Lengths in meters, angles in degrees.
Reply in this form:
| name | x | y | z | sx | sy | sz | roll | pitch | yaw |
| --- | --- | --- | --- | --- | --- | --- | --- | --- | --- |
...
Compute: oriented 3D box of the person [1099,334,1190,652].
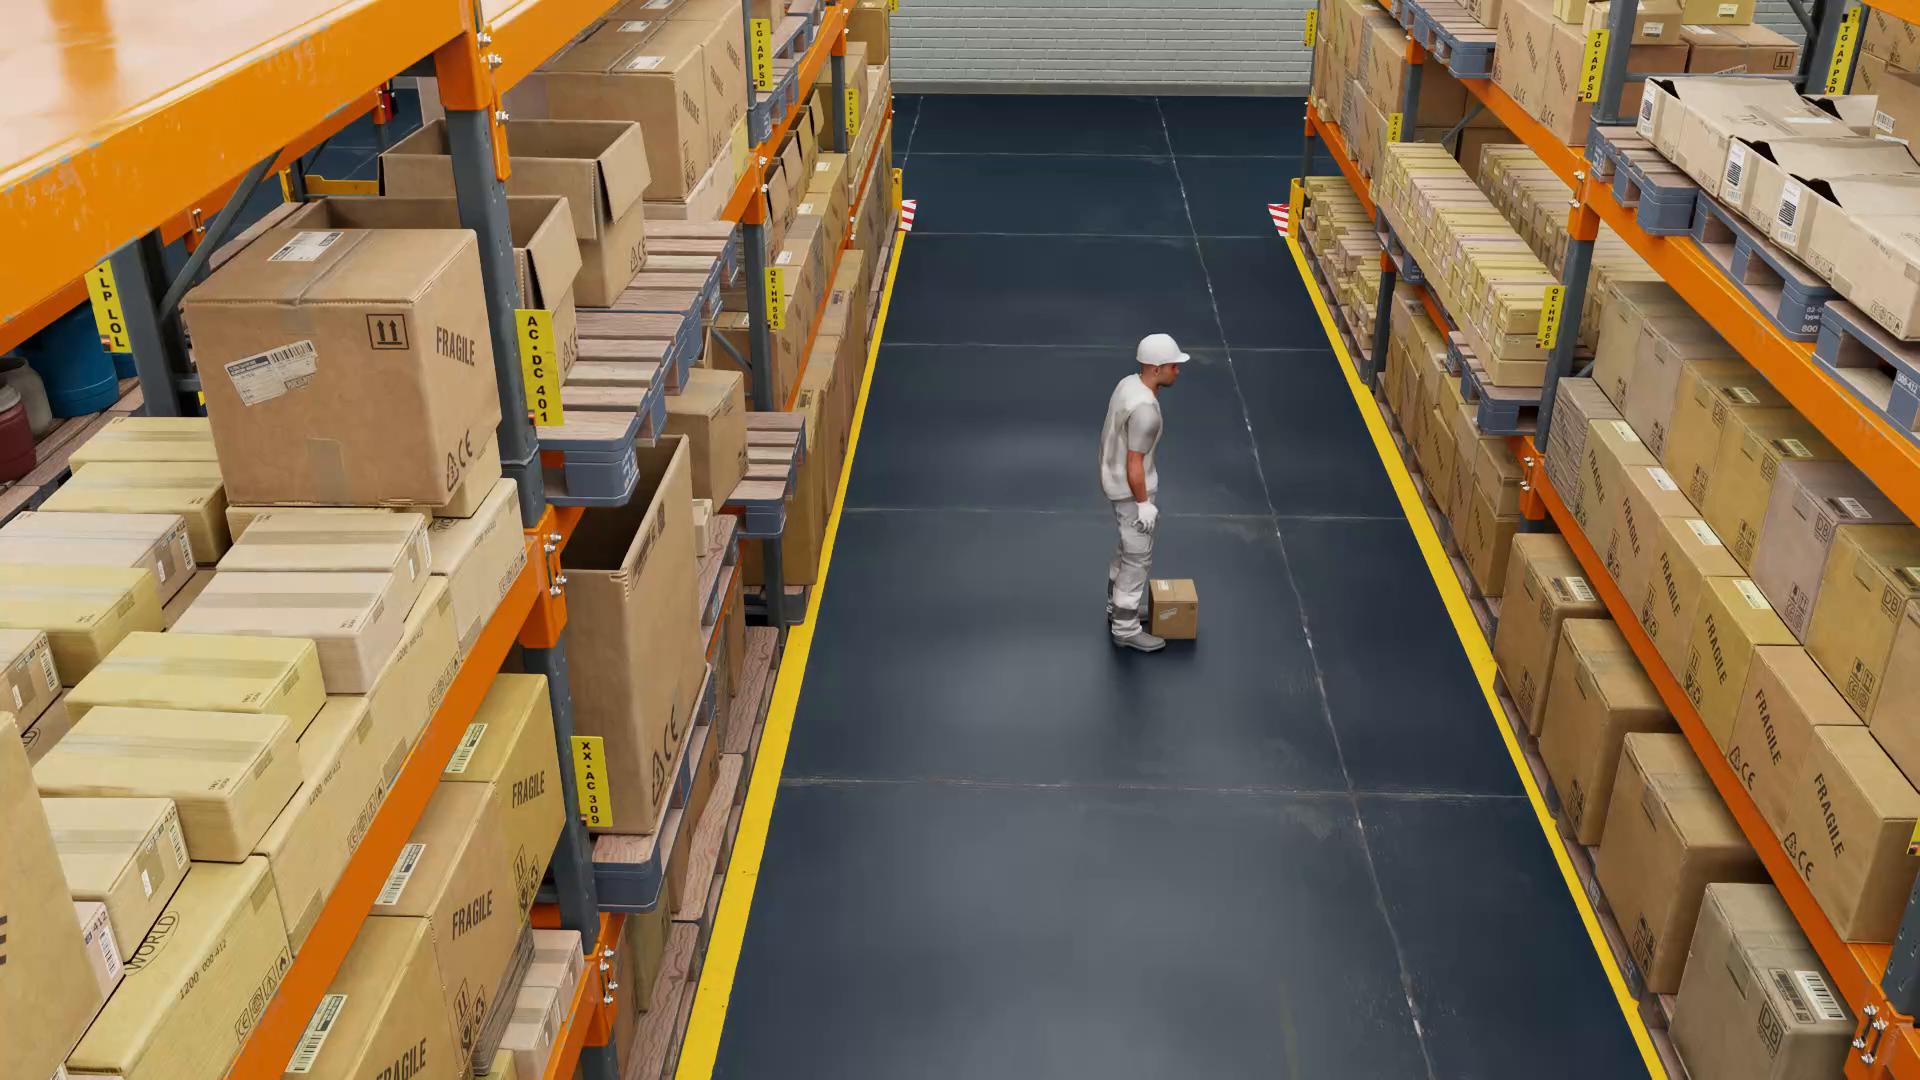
| name | x | y | z | sx | sy | sz | roll | pitch | yaw |
| --- | --- | --- | --- | --- | --- | --- | --- | --- | --- |
| person | 0.989 | -0.280 | 9.137 | 0.455 | 1.779 | 0.610 | 1 | 28 | 1 |
